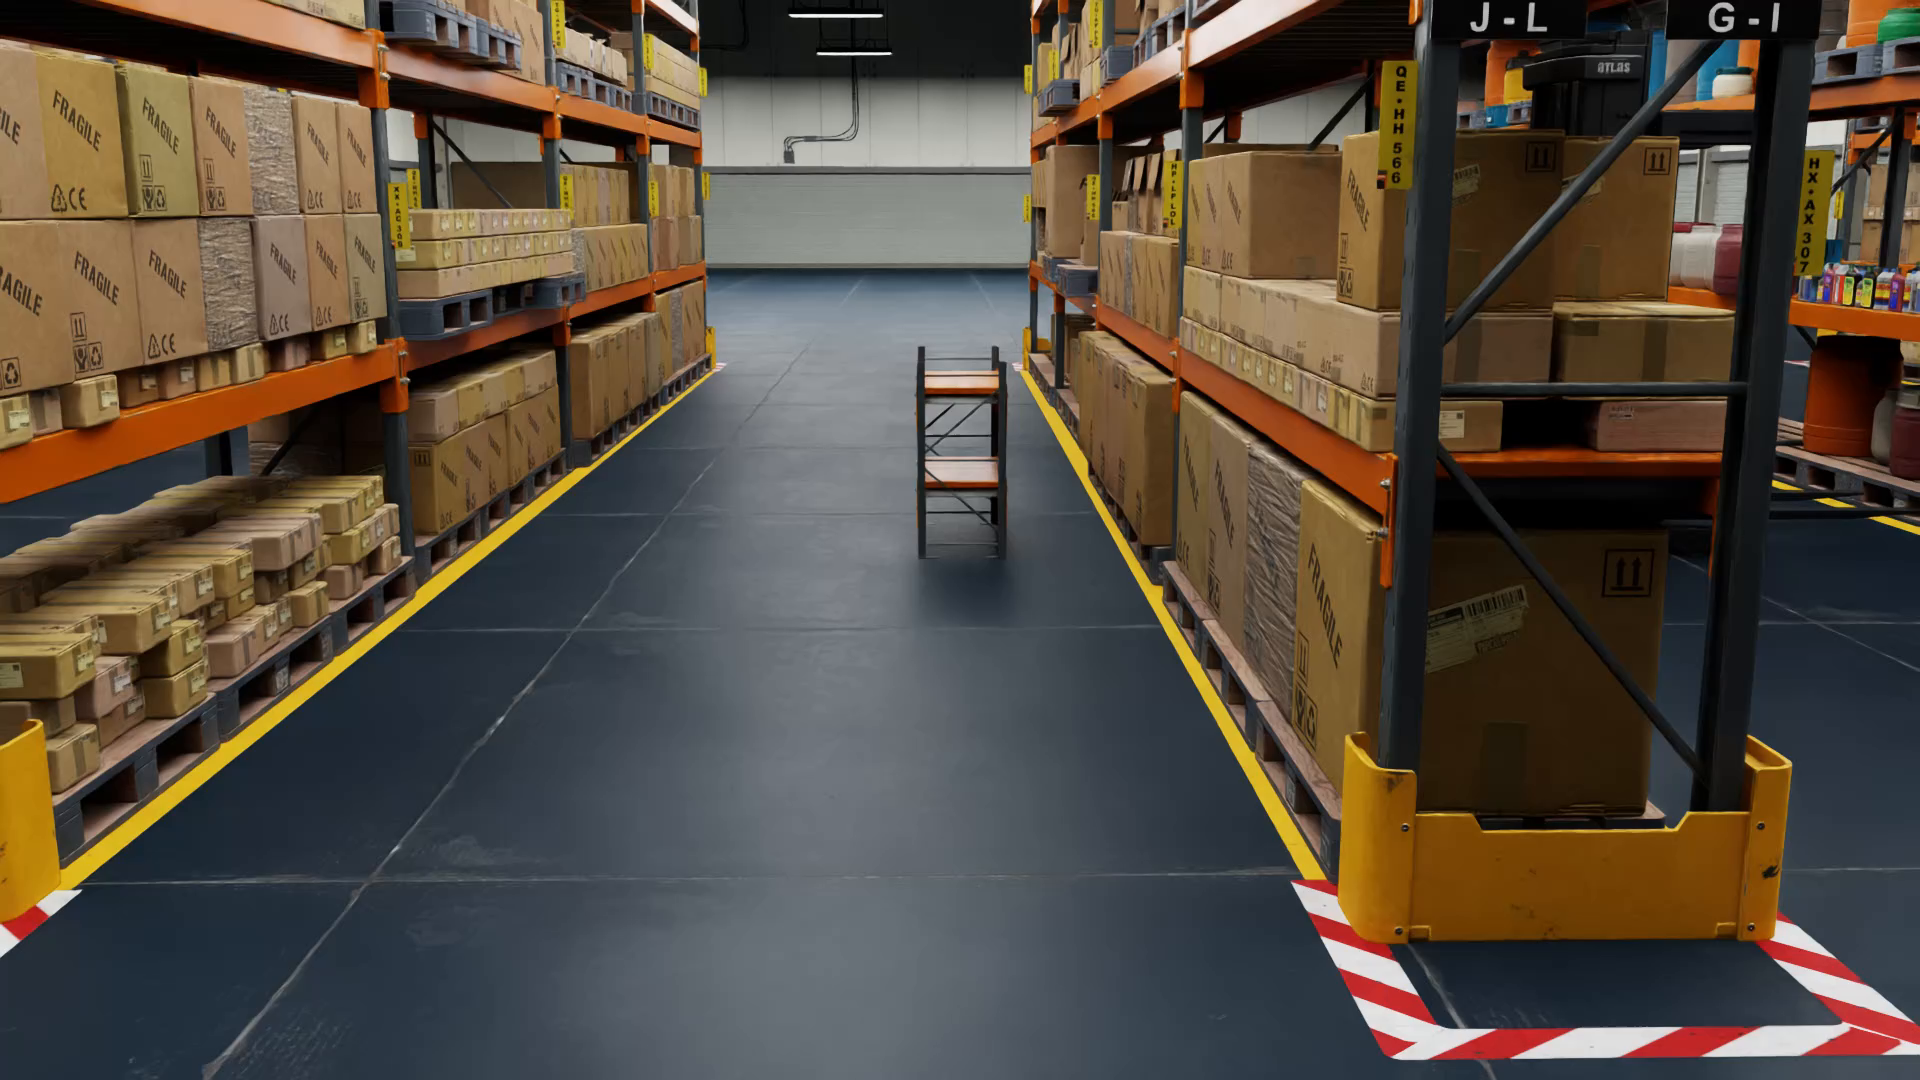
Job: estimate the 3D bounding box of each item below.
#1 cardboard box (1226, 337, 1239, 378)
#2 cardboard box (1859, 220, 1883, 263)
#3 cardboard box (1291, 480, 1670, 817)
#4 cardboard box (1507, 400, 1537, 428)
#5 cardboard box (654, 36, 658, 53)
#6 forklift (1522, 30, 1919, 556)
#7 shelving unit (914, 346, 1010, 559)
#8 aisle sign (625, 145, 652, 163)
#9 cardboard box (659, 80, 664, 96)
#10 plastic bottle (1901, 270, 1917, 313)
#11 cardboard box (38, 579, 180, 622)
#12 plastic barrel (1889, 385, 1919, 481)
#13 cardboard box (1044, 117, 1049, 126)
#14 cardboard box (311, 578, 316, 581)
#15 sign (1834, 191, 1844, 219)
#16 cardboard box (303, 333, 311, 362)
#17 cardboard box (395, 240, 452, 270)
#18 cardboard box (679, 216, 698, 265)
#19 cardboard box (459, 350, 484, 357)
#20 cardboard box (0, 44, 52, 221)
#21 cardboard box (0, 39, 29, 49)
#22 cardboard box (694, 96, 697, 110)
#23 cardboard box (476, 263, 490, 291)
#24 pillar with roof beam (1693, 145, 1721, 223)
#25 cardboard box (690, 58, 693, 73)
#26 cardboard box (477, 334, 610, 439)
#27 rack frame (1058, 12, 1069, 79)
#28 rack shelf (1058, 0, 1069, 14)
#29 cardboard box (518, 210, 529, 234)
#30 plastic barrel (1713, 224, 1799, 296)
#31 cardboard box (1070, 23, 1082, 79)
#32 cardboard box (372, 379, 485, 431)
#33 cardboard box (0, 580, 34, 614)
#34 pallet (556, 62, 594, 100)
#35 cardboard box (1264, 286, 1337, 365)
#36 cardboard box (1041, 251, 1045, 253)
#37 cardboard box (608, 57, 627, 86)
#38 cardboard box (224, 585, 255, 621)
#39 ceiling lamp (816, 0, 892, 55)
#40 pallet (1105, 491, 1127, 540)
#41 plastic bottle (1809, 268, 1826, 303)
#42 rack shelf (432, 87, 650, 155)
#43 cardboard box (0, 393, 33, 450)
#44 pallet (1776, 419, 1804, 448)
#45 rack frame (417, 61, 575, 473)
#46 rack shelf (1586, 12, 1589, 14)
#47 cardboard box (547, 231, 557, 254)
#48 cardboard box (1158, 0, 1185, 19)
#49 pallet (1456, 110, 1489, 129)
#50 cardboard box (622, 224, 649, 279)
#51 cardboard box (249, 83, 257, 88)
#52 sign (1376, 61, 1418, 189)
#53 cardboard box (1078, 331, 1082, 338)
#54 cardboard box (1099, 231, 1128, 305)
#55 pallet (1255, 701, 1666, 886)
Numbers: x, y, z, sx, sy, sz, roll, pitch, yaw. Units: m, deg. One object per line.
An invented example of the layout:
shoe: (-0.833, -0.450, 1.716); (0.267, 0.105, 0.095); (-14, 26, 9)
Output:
cardboard box: (1.307, -0.753, 6.857); (0.380, 0.149, 0.250); (0, 11, 0)
cardboard box: (11.259, -3.575, 19.886); (0.700, 0.500, 0.500); (0, 11, -1)
cardboard box: (1.595, 0.310, 5.274); (0.875, 0.875, 0.875); (0, 11, -1)
cardboard box: (1.999, -0.449, 5.361); (0.380, 0.149, 0.250); (-1, 11, -3)
cardboard box: (-3.195, -4.901, 16.445); (0.380, 0.149, 0.250); (0, 11, -2)
forklift: (4.148, -1.449, 9.832); (3.031, 2.935, 1.130); (0, 11, -1)
shelving unit: (0.000, -0.550, 9.941); (0.538, 1.125, 1.048); (0, 11, -1)
aisle sign: (-3.905, -4.866, 19.960); (0.394, 0.787, 0.004); (0, 11, -1)
cardboard box: (-3.199, -4.560, 16.772); (0.380, 0.149, 0.250); (0, 11, -1)
plastic bottle: (6.160, -1.606, 10.754); (0.097, 0.271, 0.097); (0, 11, 0)
cardboard box: (-3.035, 0.242, 5.939); (0.380, 0.149, 0.250); (-1, 11, -4)
plastic barrel: (6.526, -0.711, 11.030); (0.600, 0.588, 0.708); (0, 11, -1)
cardboard box: (1.154, -4.475, 17.406); (0.500, 0.250, 0.500); (0, 11, -2)
cardboard box: (-3.131, 0.232, 7.487); (0.380, 0.149, 0.250); (-1, 11, -3)
sign: (10.707, -4.081, 20.254); (0.100, 0.325, 0.005); (0, 11, -1)
cardboard box: (-3.118, -0.859, 7.380); (0.380, 0.149, 0.250); (-1, 11, -3)
cardboard box: (-2.903, -1.502, 8.746); (0.380, 0.149, 0.250); (0, 11, 0)
cardboard box: (-3.517, -3.469, 19.239); (0.875, 0.550, 0.550); (0, 11, -1)
cardboard box: (-3.666, -1.199, 11.768); (0.500, 0.250, 0.500); (-1, 11, -4)
cardboard box: (-3.016, -1.173, 4.784); (0.500, 0.500, 0.500); (0, 11, -2)
cardboard box: (-8.285, -4.273, 14.097); (0.500, 0.250, 0.500); (0, 11, 0)
cardboard box: (-3.253, -5.066, 19.264); (0.380, 0.149, 0.250); (0, 11, -1)
cardboard box: (-2.920, -1.511, 9.538); (0.380, 0.149, 0.250); (0, 11, -1)
pillar with roof beam: (12.418, -10.005, 36.742); (9.100, 9.000, 0.548); (0, 11, -1)
cardboard box: (-3.248, -5.405, 18.932); (0.380, 0.149, 0.250); (0, 11, 0)
cardboard box: (-3.361, -1.213, 13.097); (1.050, 0.750, 0.750); (0, 11, -2)
rack frame: (1.440, -5.724, 15.640); (1.000, 3.000, 0.127); (0, 11, -1)
rack shelf: (1.482, -4.778, 13.792); (1.077, 0.370, 4.000); (0, 11, -1)
cardboard box: (-2.945, -2.010, 10.502); (0.380, 0.149, 0.250); (0, 11, 2)
plastic barrel: (6.163, -2.167, 12.853); (0.600, 0.536, 0.708); (0, 11, -1)
cardboard box: (1.372, -4.229, 14.501); (0.797, 0.503, 0.637); (0, 11, 1)
cardboard box: (-3.120, -0.795, 9.780); (0.500, 0.250, 0.500); (0, 11, 0)
cardboard box: (-3.559, 0.245, 5.927); (0.380, 0.149, 0.250); (-1, 11, -3)
pallet: (-3.504, -3.494, 12.667); (1.213, 0.211, 1.003); (0, 11, 1)
cardboard box: (1.392, -0.768, 5.930); (0.500, 0.250, 0.500); (-1, 11, -3)
cardboard box: (1.127, -3.249, 19.162); (0.380, 0.149, 0.250); (0, 11, -1)
cardboard box: (-3.346, -4.295, 15.212); (0.500, 0.250, 0.500); (0, 11, -1)
cardboard box: (-3.109, 0.228, 6.757); (0.380, 0.149, 0.250); (0, 11, 2)
ceiling lamp: (-2.802, -14.421, 43.829); (2.000, 3.185, 0.800); (0, 11, -1)
pallet: (1.486, -0.223, 10.628); (1.003, 0.211, 1.213); (0, 11, -1)
plastic bottle: (6.136, -1.836, 11.886); (0.097, 0.271, 0.097); (0, 11, 0)
rack shelf: (-3.479, -3.504, 14.049); (1.077, 0.370, 4.000); (0, 11, -1)
cardboard box: (-2.952, -0.341, 4.827); (0.380, 0.149, 0.250); (0, 11, -2)
pallet: (6.498, -0.797, 13.455); (1.003, 0.211, 1.213); (0, 11, -1)
rack frame: (-3.438, -1.988, 12.316); (1.000, 3.000, 0.127); (0, 11, -1)
rack shelf: (6.434, -4.798, 13.892); (1.077, 0.370, 4.000); (0, 11, -1)
cardboard box: (-2.957, -2.015, 11.276); (0.380, 0.149, 0.250); (0, 11, 0)
cardboard box: (1.587, -3.309, 9.966); (0.797, 0.503, 0.637); (0, 11, -2)
pallet: (6.229, -4.812, 19.165); (1.003, 0.211, 1.213); (0, 11, -1)
cardboard box: (-3.242, -2.730, 15.720); (0.500, 0.500, 0.500); (0, 11, -1)
cardboard box: (-8.281, -5.159, 19.024); (0.380, 0.149, 0.250); (0, 11, 0)
sign: (1.146, -1.083, 4.343); (0.100, 0.325, 0.005); (0, 11, -1)
cardboard box: (1.472, -1.844, 16.836); (0.500, 0.500, 0.500); (-1, 11, -3)
cardboard box: (1.261, -1.940, 11.826); (0.500, 0.500, 0.500); (0, 11, 1)
pallet: (1.594, 0.810, 5.538); (1.003, 0.211, 1.213); (0, 11, -1)
